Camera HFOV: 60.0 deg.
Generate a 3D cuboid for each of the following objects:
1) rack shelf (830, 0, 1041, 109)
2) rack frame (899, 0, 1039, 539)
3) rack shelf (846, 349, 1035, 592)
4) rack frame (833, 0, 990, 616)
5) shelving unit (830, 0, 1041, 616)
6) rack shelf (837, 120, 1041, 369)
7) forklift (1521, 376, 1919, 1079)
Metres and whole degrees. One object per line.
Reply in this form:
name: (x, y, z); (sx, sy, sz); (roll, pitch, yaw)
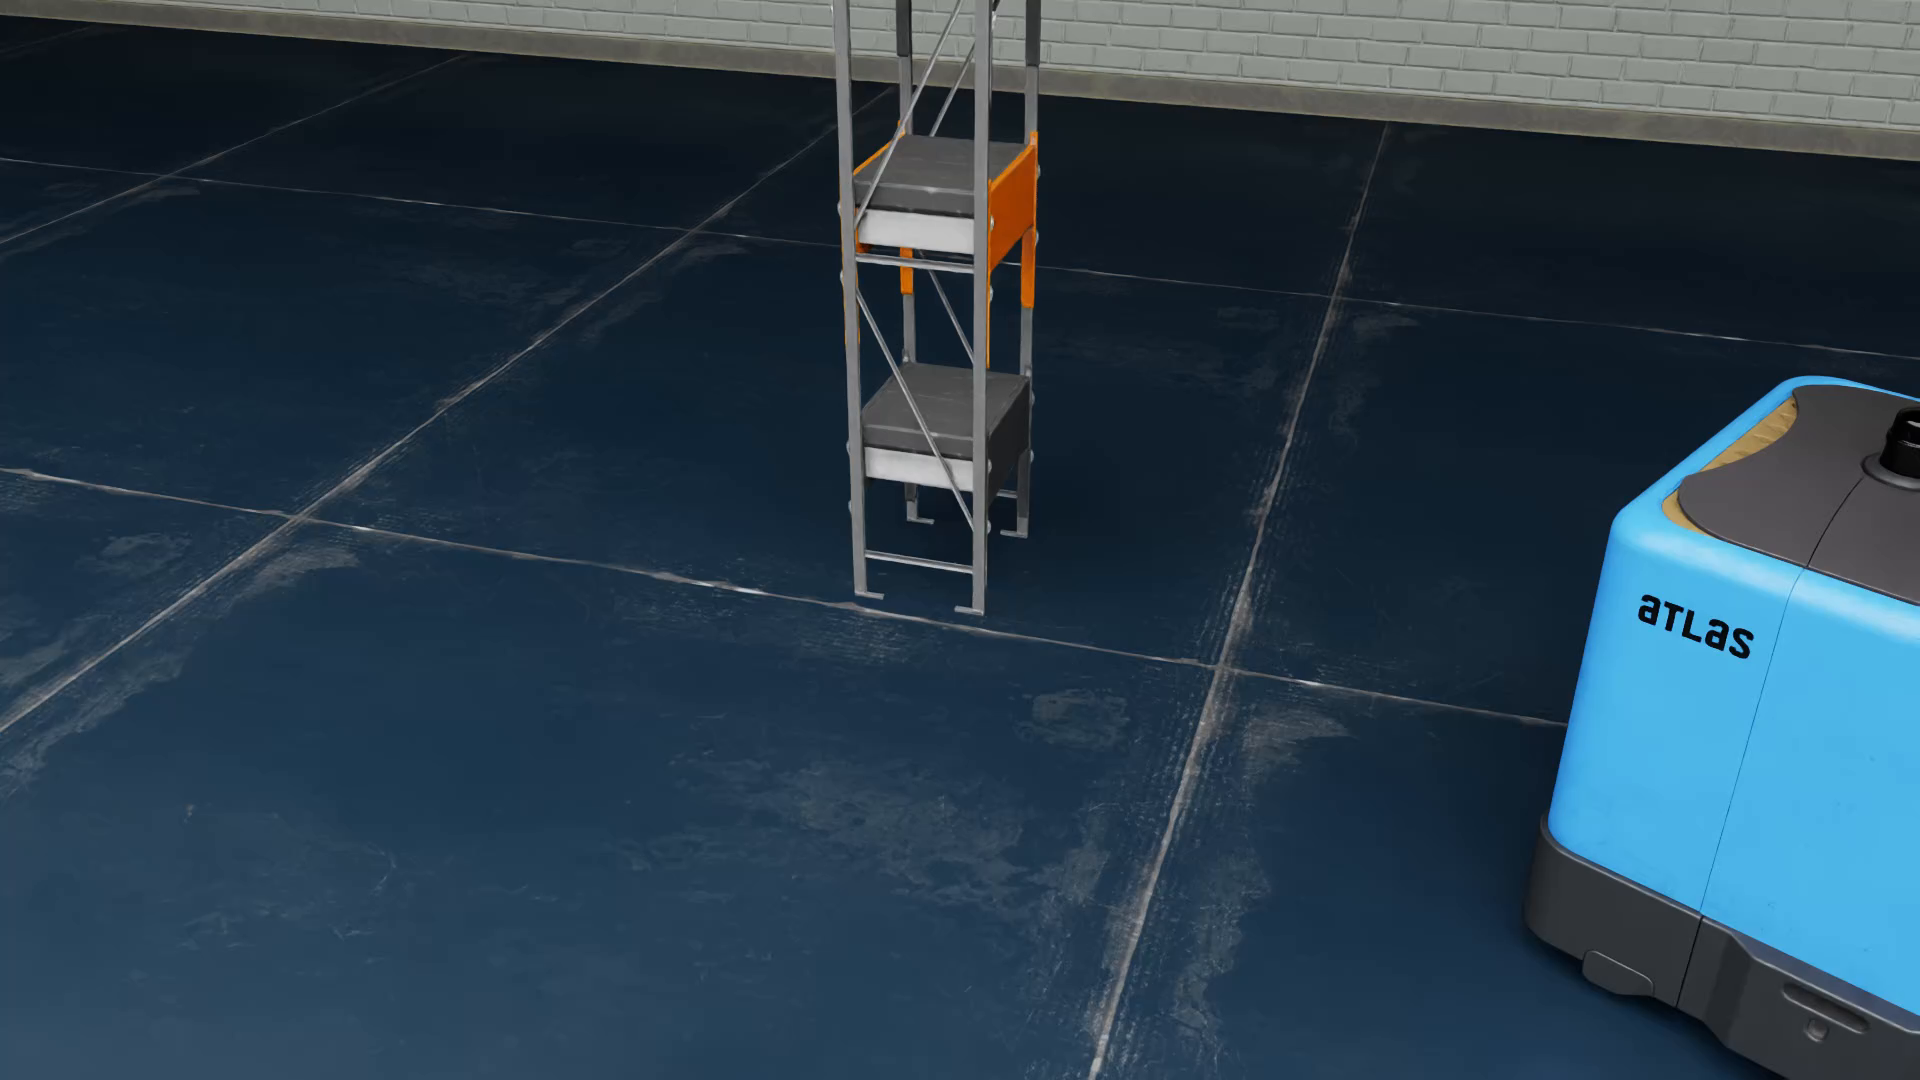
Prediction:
rack shelf: (-0.049, -1.440, 4.268); (0.431, 0.518, 0.480); (8, 30, 15)
rack frame: (0.023, -0.954, 4.805); (0.400, 2.100, 0.015); (8, 30, 15)
rack shelf: (-0.049, -0.217, 4.948); (0.431, 0.518, 0.480); (8, 30, 15)
rack frame: (-0.120, -0.727, 4.397); (0.400, 2.100, 0.015); (8, 30, 15)
shelving unit: (-0.049, -0.841, 4.601); (0.431, 2.100, 0.503); (8, 30, 15)
rack shelf: (-0.049, -0.829, 4.608); (0.431, 0.518, 0.480); (8, 30, 15)
forklift: (2.644, -0.071, 2.363); (3.031, 2.935, 1.130); (25, 37, 37)
